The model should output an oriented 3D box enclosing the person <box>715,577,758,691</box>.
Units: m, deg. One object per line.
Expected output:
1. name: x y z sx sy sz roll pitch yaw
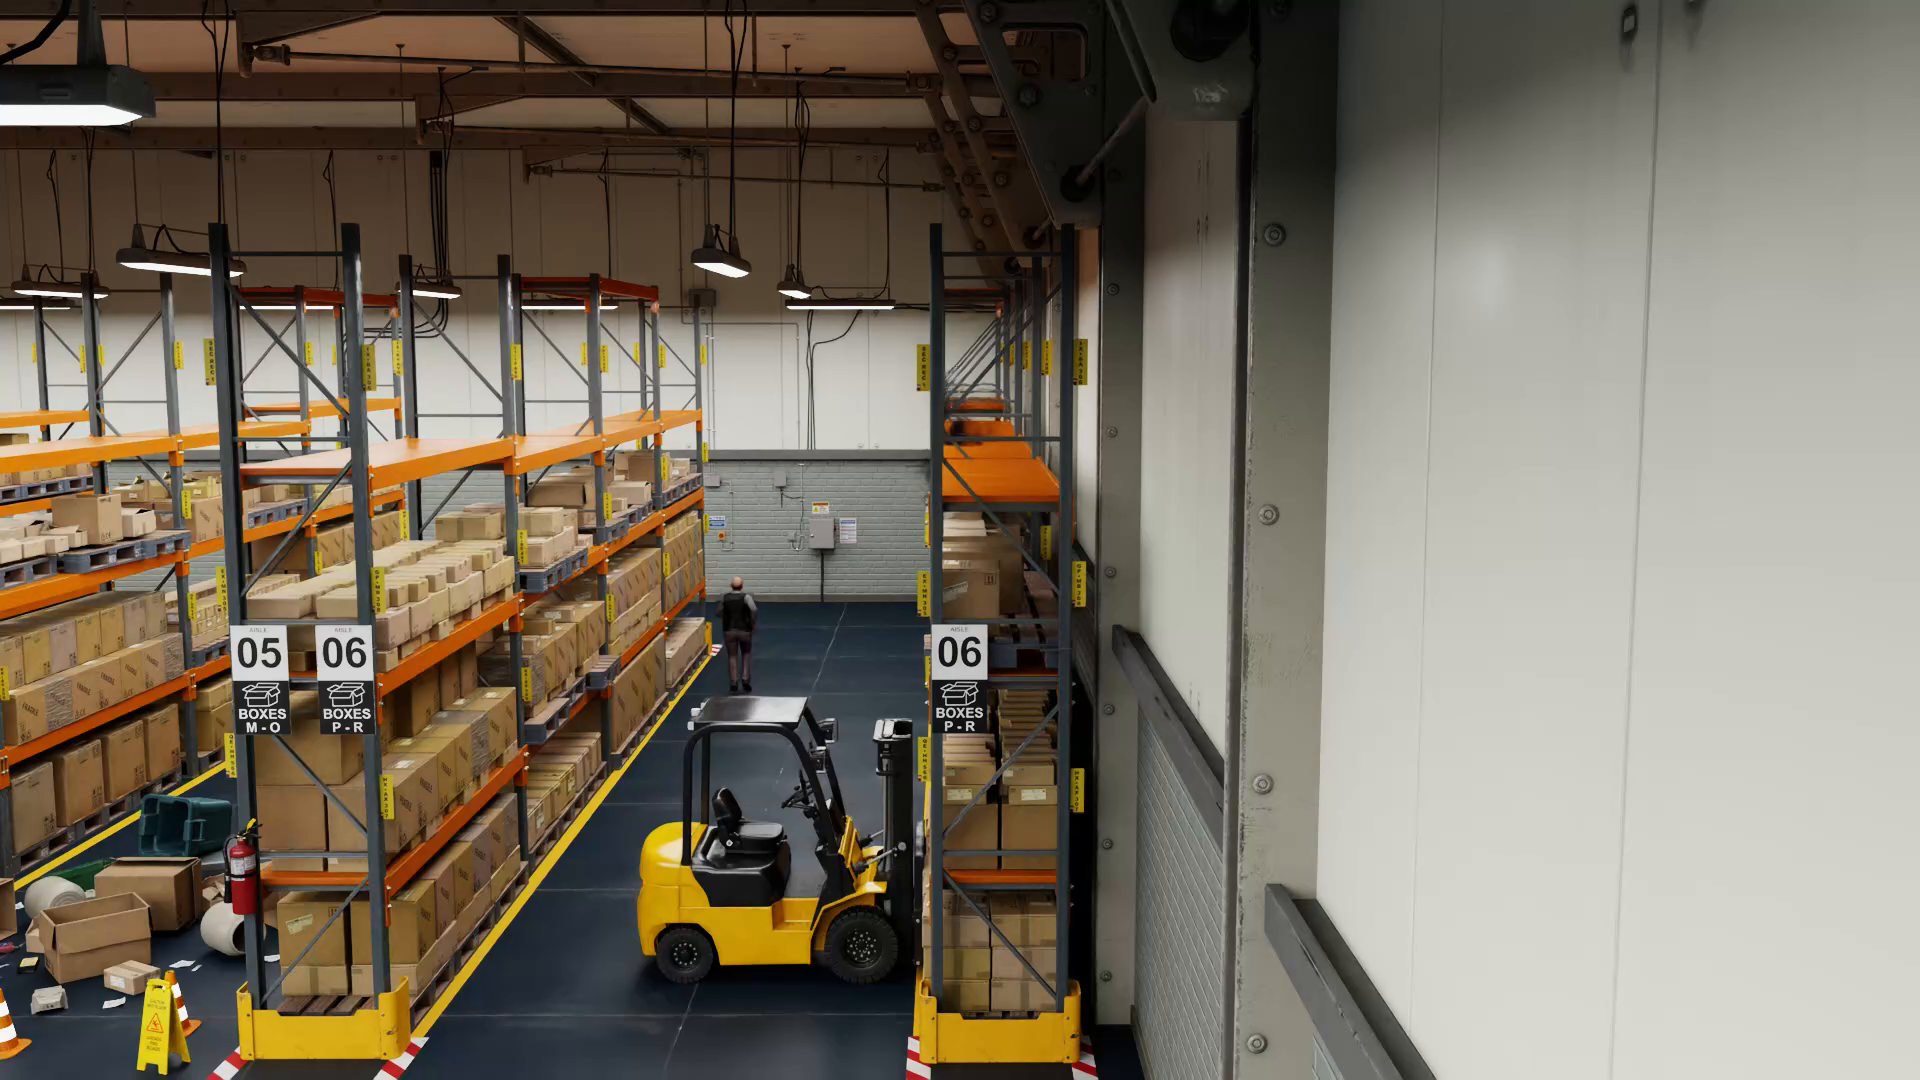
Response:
1. person: -3.324 1.433 24.848 0.649 1.778 0.762 0 7 -4
